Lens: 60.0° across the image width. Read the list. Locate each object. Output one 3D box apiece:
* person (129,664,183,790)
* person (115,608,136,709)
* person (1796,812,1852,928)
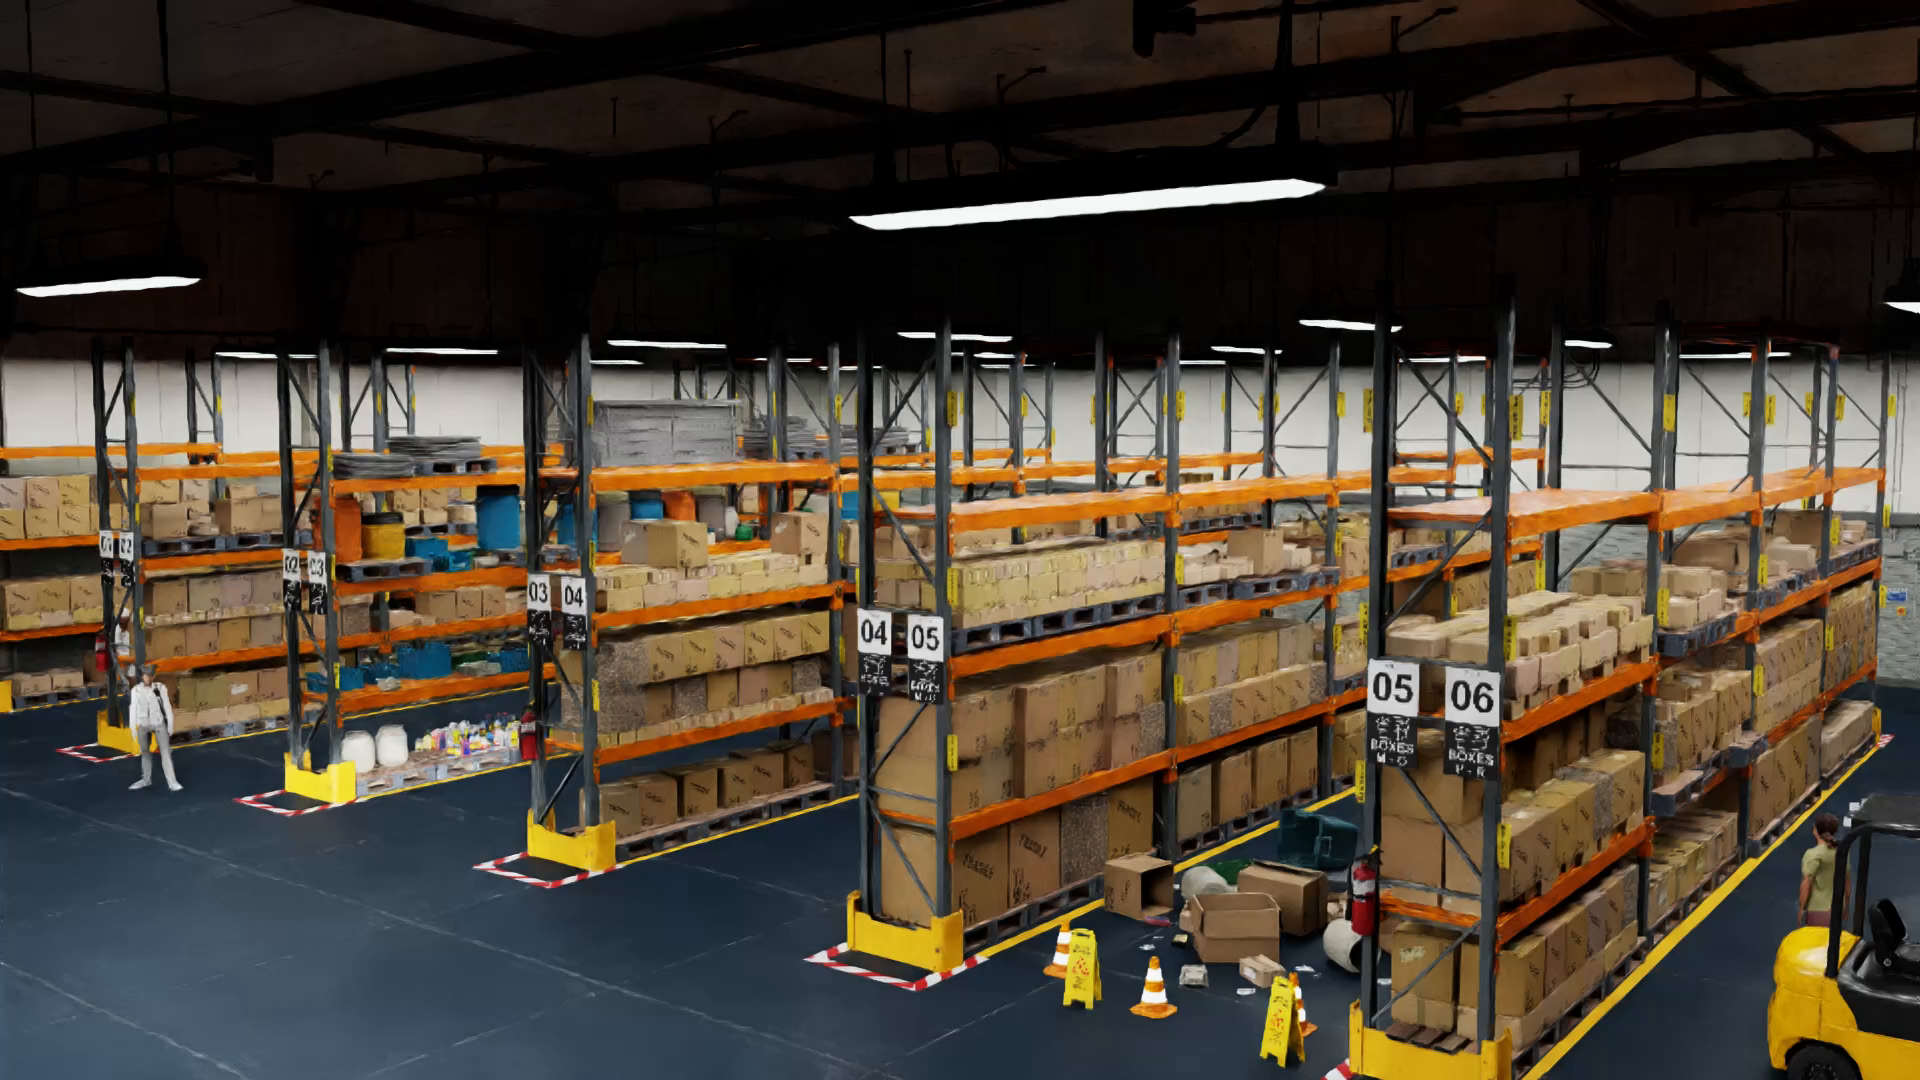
[{"bbox_3d":[-10.528,2.430,21.739,0.685,1.672,0.548,-2,5,-17],"label":"person"},{"bbox_3d":[-13.466,1.947,27.033,0.698,1.719,0.792,2,5,18],"label":"person"},{"bbox_3d":[7.238,3.071,13.953,0.529,1.603,0.342,-2,5,-23],"label":"person"}]
